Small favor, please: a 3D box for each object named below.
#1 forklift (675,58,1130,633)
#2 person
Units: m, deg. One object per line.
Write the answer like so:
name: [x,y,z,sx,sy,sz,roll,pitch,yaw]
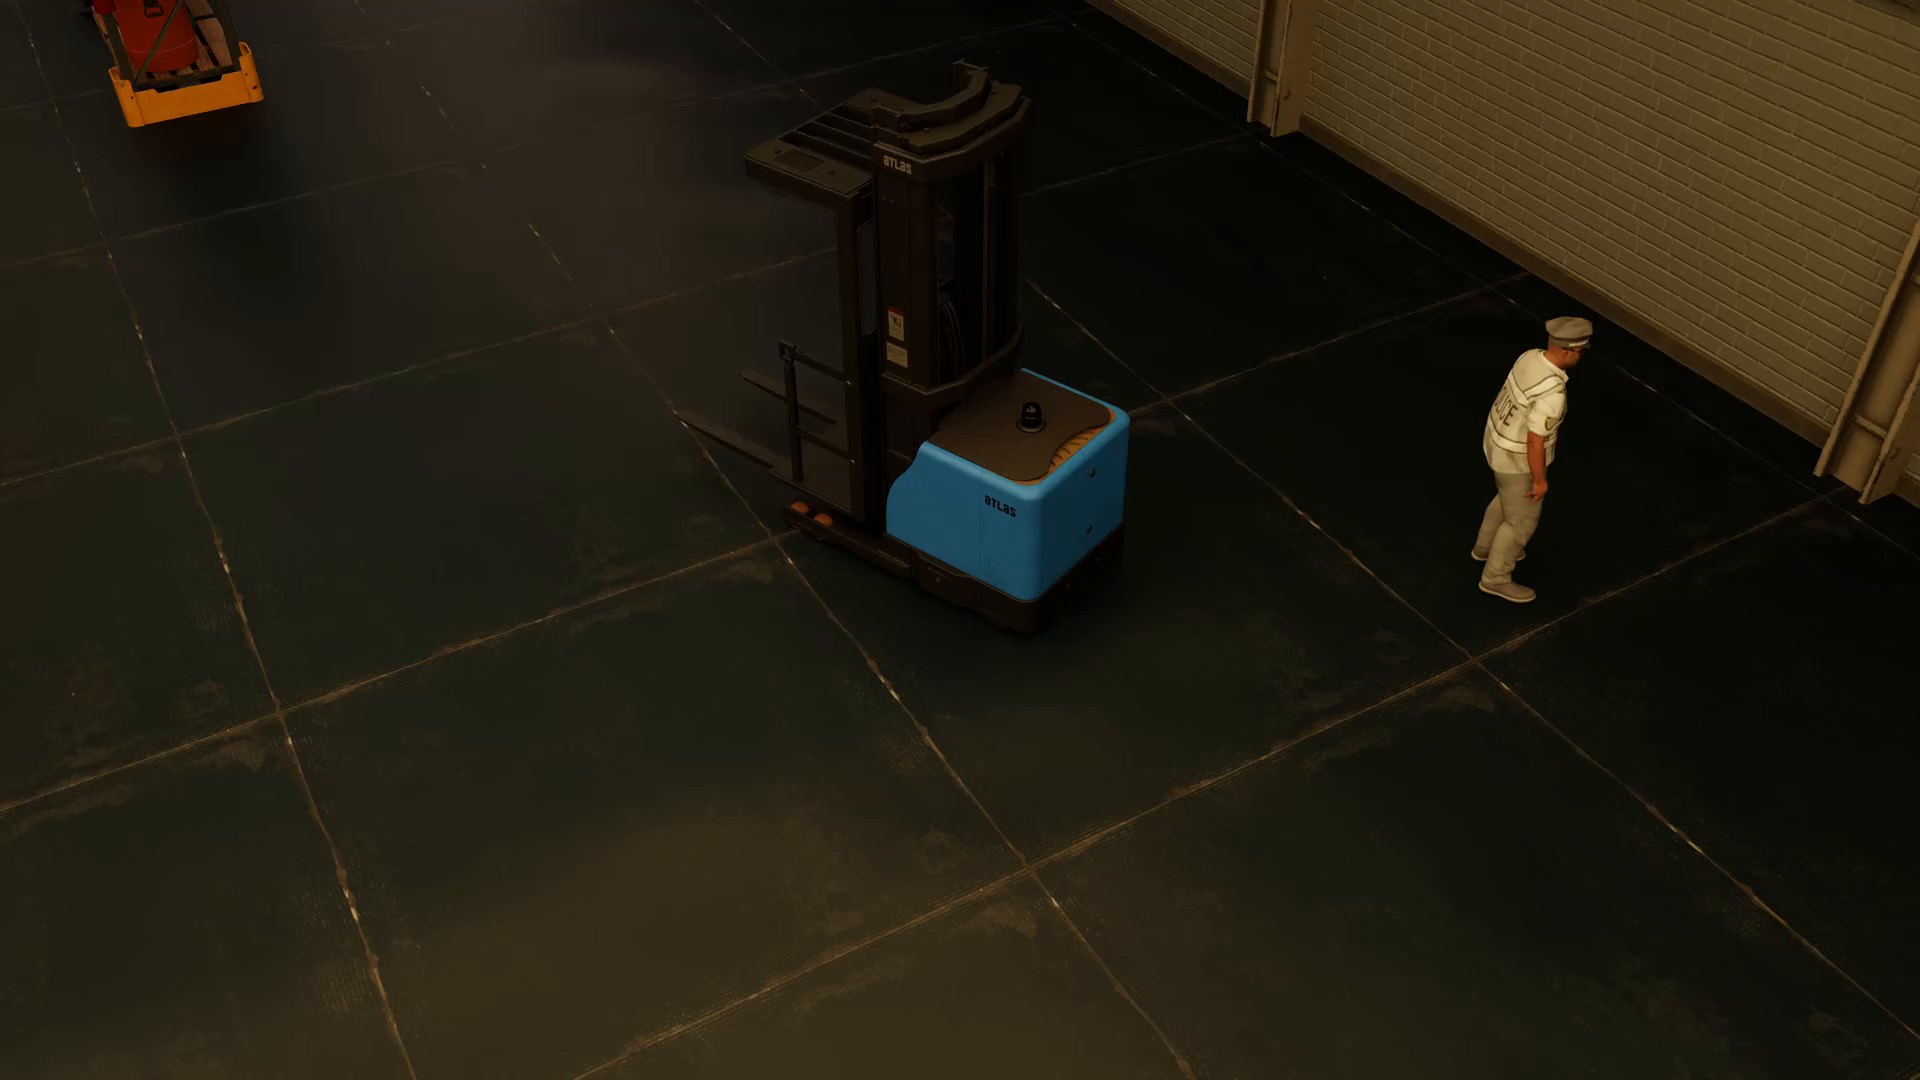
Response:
forklift: [-0.481,-1.366,9.683,3.031,2.935,1.130,26,46,28]
person: [3.234,-0.487,9.549,0.443,1.747,0.600,2,40,3]
